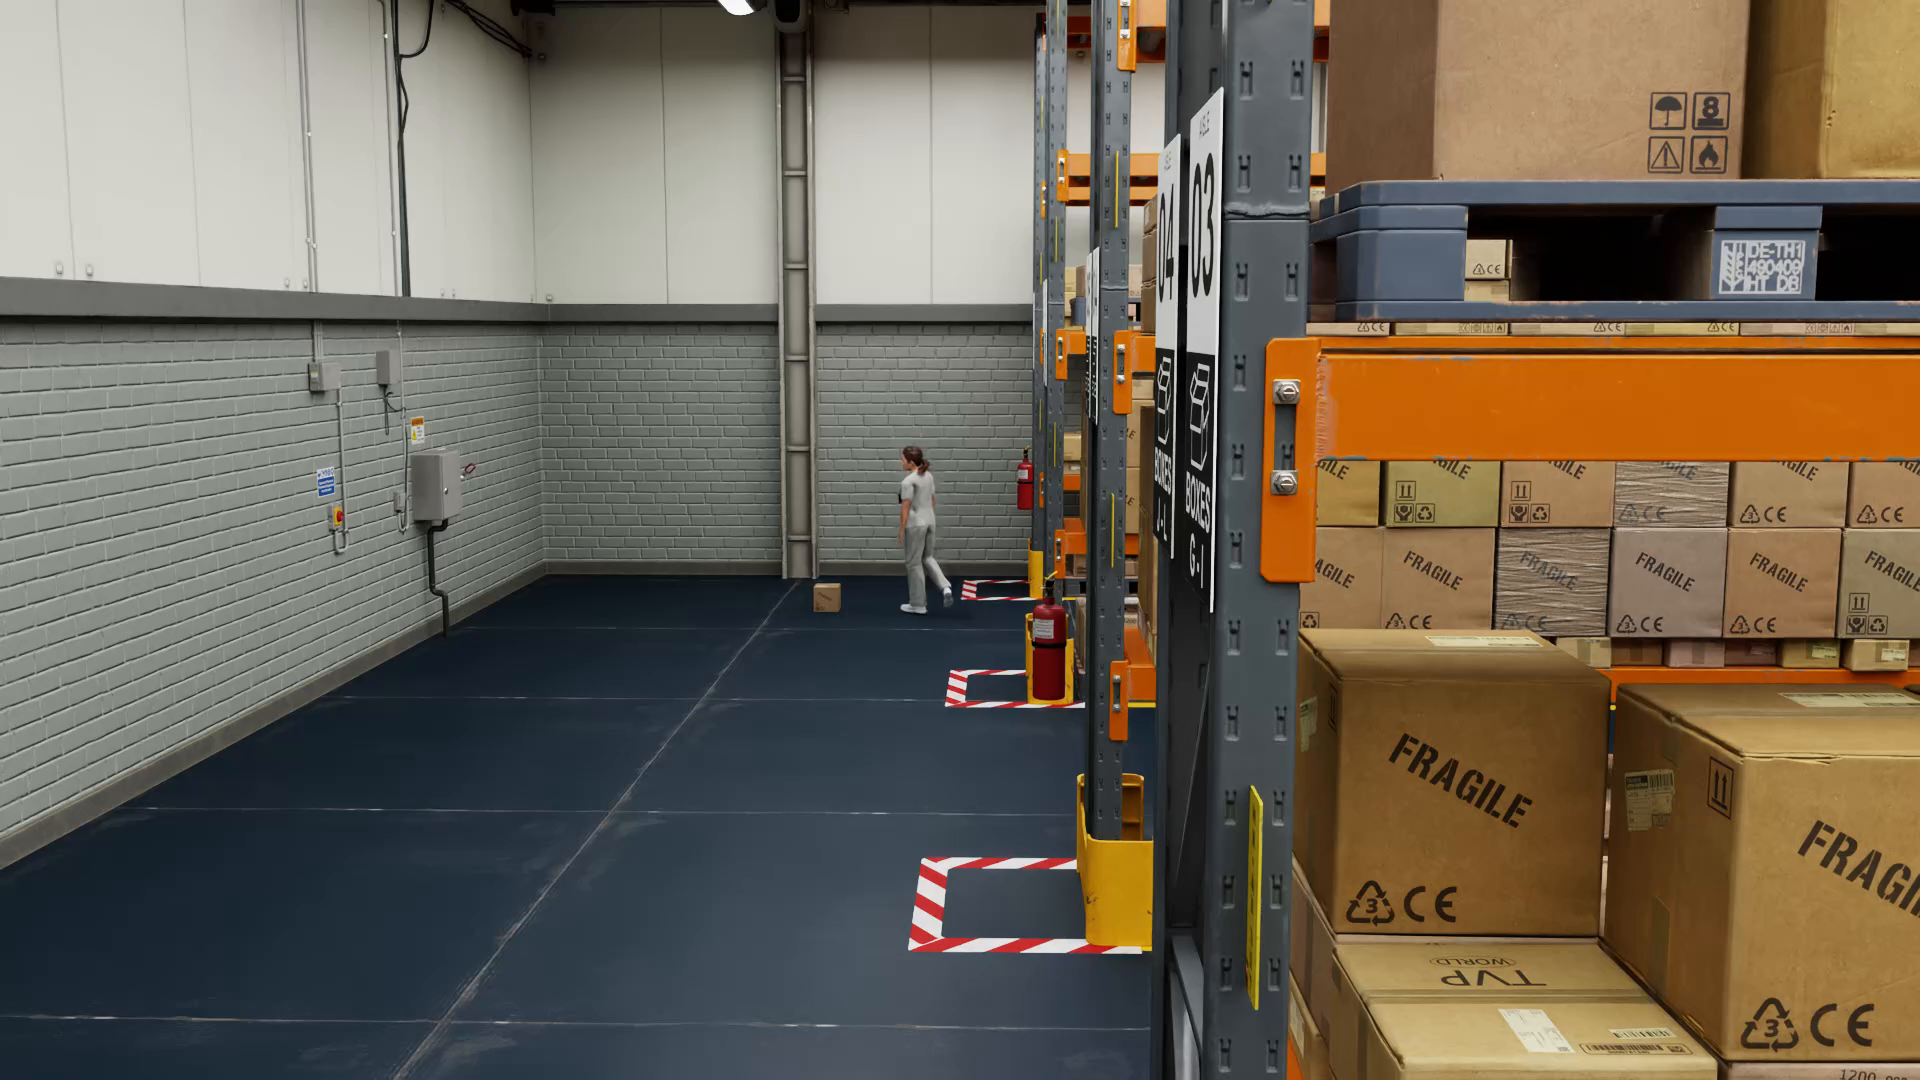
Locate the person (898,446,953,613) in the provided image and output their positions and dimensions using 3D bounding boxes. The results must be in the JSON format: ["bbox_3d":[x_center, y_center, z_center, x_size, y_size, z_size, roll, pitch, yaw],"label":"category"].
[{"bbox_3d":[-0.356,-0.071,16.456,0.548,1.602,0.502,6,9,39],"label":"person"}]
